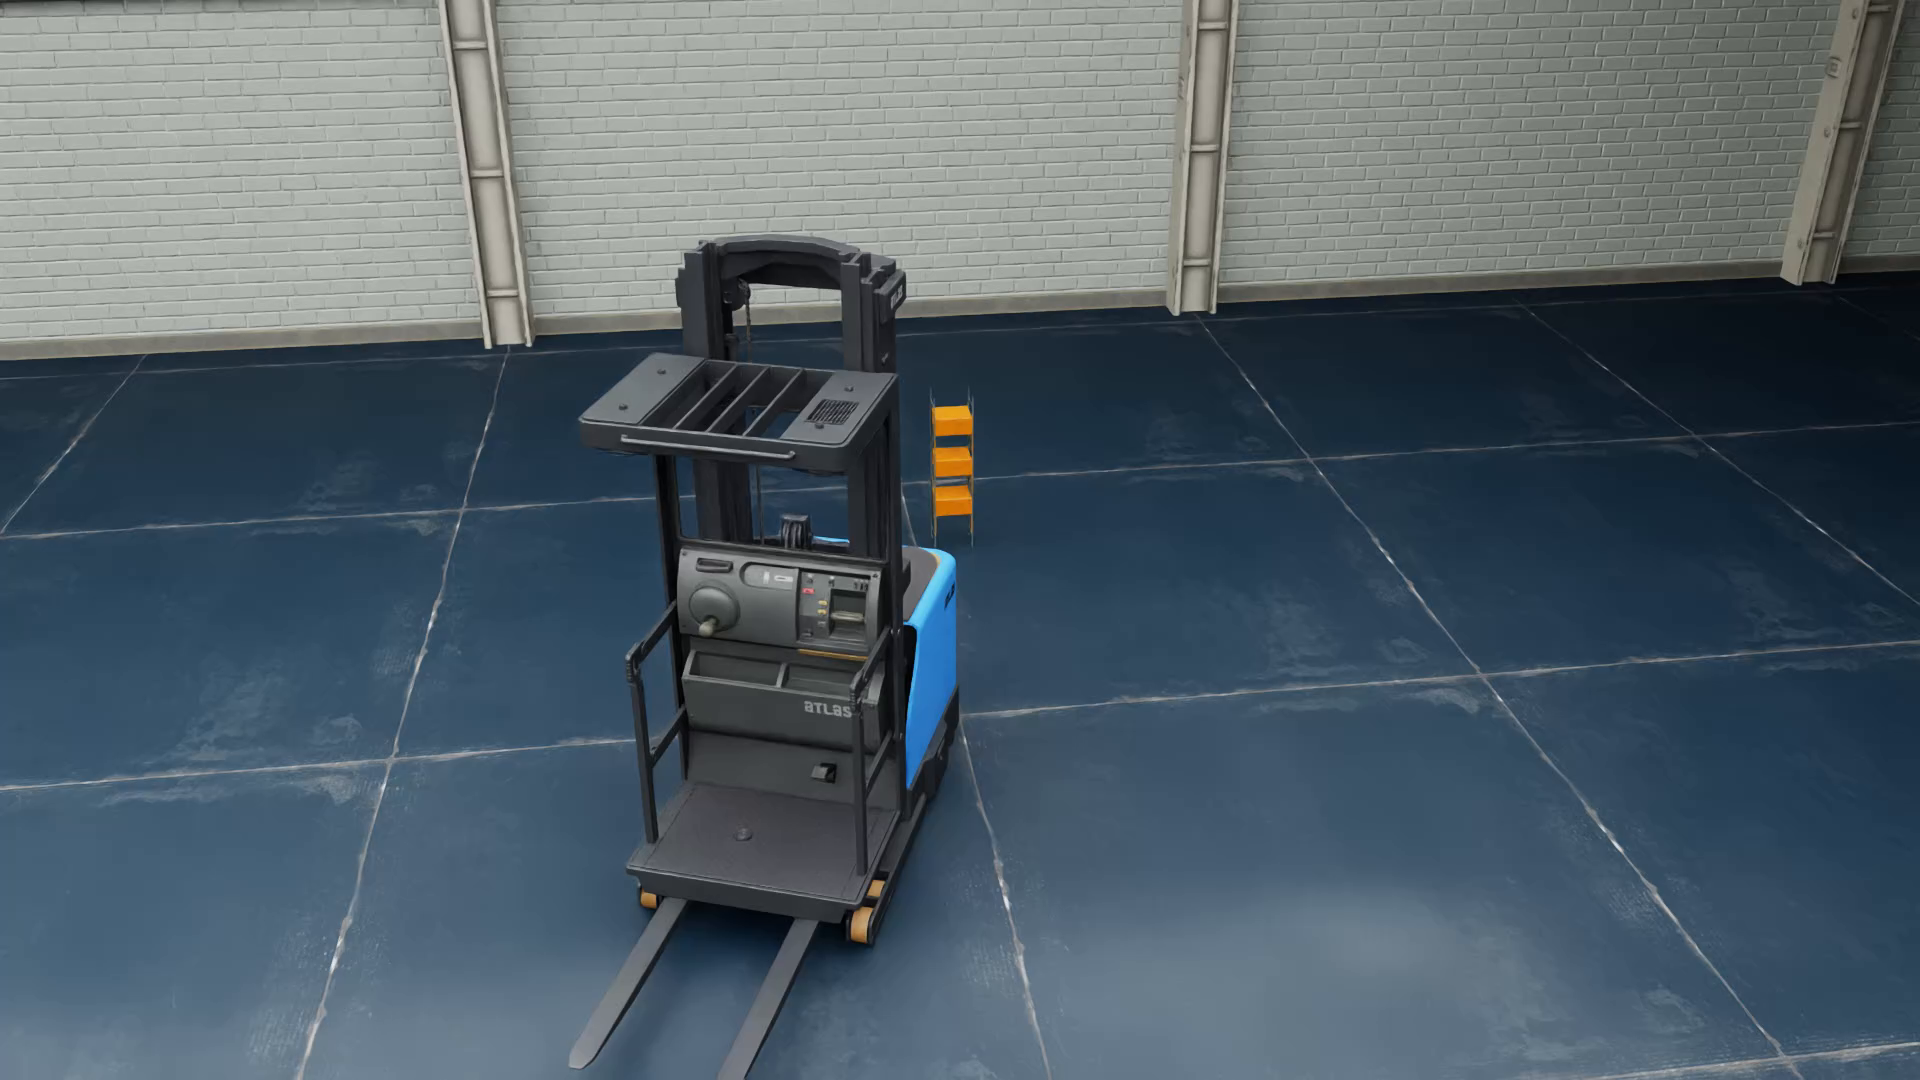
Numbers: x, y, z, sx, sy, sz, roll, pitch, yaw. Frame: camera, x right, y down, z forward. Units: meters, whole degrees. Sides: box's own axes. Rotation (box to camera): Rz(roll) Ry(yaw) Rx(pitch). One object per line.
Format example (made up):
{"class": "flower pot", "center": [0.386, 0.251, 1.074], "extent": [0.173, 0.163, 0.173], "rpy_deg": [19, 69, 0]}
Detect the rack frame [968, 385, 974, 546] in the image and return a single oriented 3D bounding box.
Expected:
{"class": "rack frame", "center": [0.068, -0.471, 10.721], "extent": [0.008, 1.050, 0.200], "rpy_deg": [-4, 27, -7]}

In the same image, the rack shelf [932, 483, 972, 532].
{"class": "rack shelf", "center": [-0.053, -0.207, 10.838], "extent": [0.240, 0.259, 0.215], "rpy_deg": [-4, 27, -7]}

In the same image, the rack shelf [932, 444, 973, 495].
{"class": "rack shelf", "center": [-0.053, -0.454, 10.711], "extent": [0.240, 0.259, 0.215], "rpy_deg": [-4, 27, -7]}

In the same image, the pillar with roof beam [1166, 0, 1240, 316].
{"class": "pillar with roof beam", "center": [2.682, -4.146, 9.176], "extent": [0.400, 9.000, 9.100], "rpy_deg": [-4, 27, -7]}

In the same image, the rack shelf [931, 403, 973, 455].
{"class": "rack shelf", "center": [-0.053, -0.707, 10.581], "extent": [0.240, 0.259, 0.215], "rpy_deg": [-4, 27, -7]}

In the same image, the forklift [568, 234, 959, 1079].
{"class": "forklift", "center": [-0.848, 0.307, 7.143], "extent": [1.130, 2.935, 3.031], "rpy_deg": [6, 28, 12]}

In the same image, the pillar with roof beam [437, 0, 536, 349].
{"class": "pillar with roof beam", "center": [-3.259, -3.764, 8.432], "extent": [0.400, 9.000, 9.100], "rpy_deg": [-4, 27, -7]}

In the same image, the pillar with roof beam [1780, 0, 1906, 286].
{"class": "pillar with roof beam", "center": [8.624, -4.528, 9.919], "extent": [0.400, 9.000, 9.100], "rpy_deg": [-4, 27, -7]}

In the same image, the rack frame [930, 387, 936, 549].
{"class": "rack frame", "center": [-0.174, -0.456, 10.691], "extent": [0.008, 1.050, 0.200], "rpy_deg": [-4, 27, -7]}

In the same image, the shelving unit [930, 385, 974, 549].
{"class": "shelving unit", "center": [-0.053, -0.464, 10.706], "extent": [0.252, 1.050, 0.215], "rpy_deg": [-4, 27, -7]}
